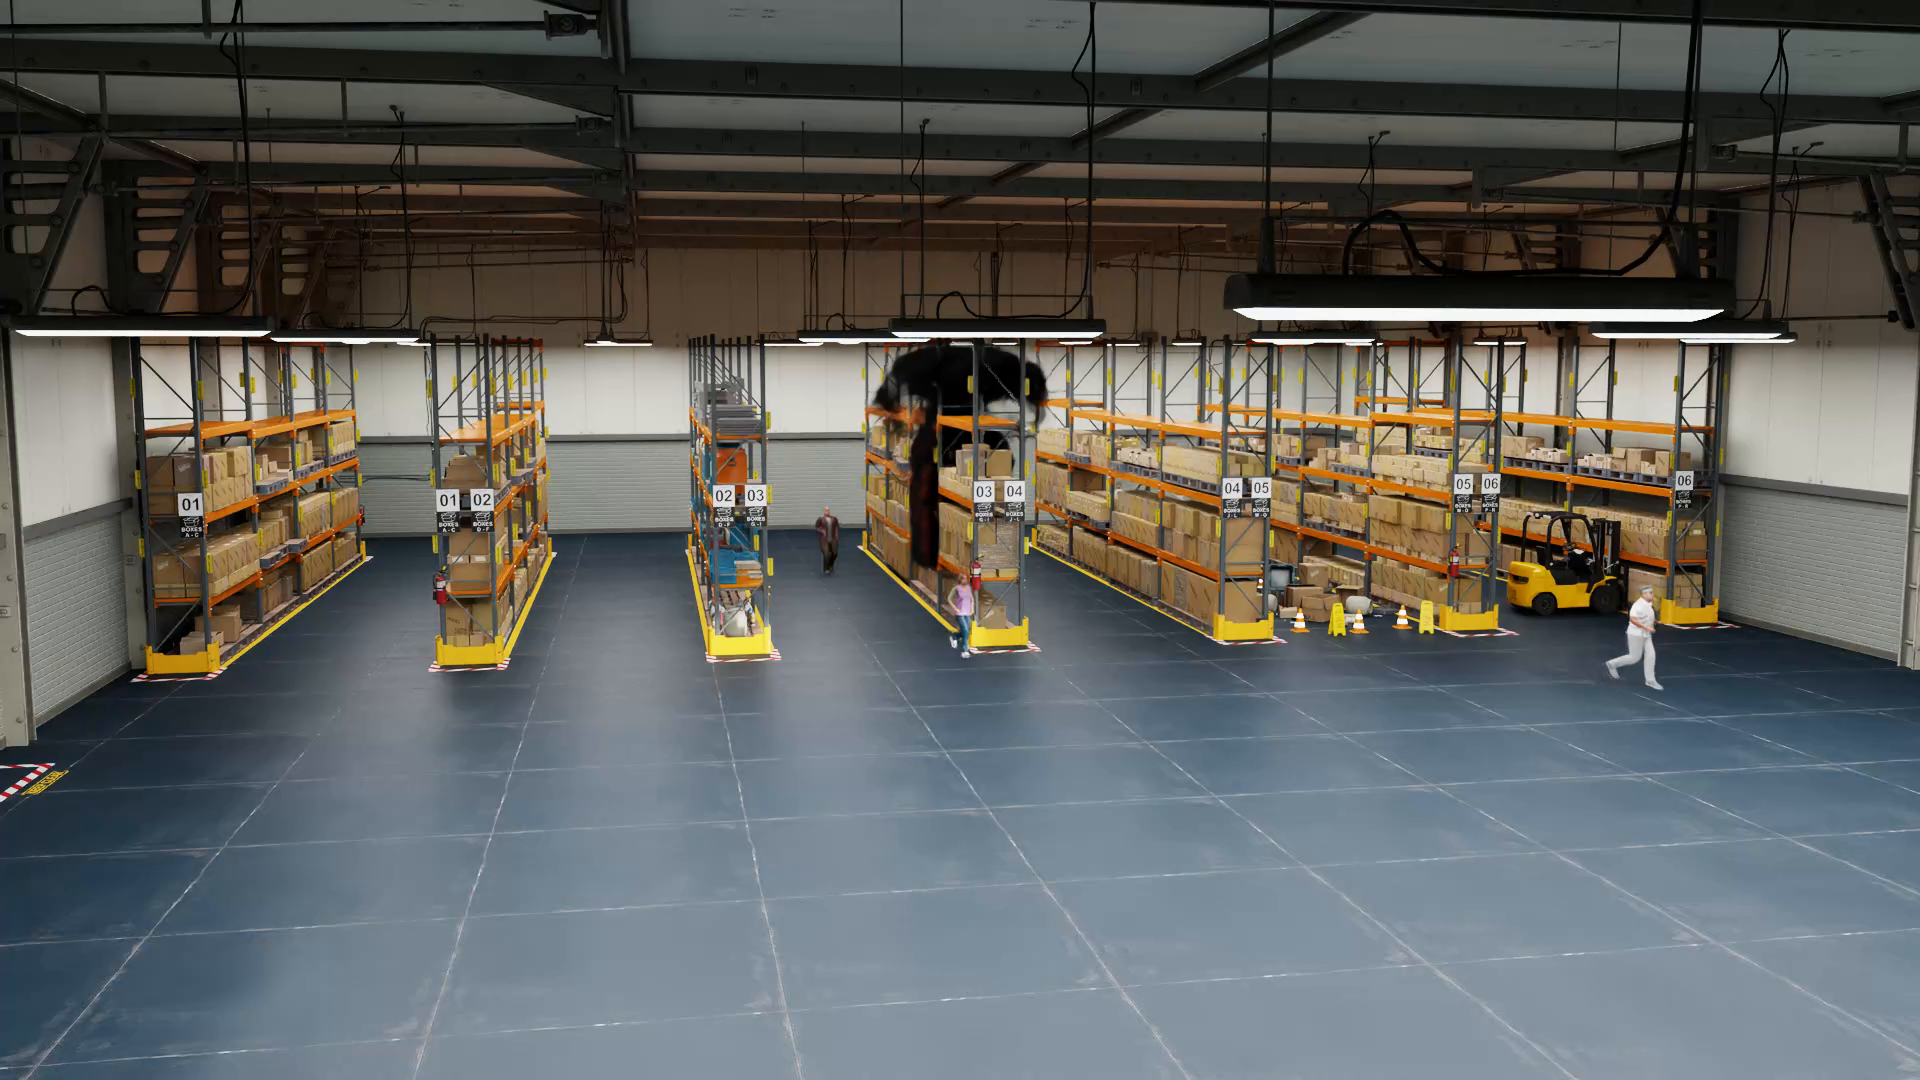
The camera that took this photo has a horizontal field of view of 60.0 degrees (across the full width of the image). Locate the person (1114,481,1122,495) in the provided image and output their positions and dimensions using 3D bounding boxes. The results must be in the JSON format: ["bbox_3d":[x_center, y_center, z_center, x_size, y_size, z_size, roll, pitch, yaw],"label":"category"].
[{"bbox_3d":[4.818,-0.988,51.197,0.907,1.692,0.616,-4,8,-31],"label":"person"}]

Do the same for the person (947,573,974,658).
[{"bbox_3d":[-0.001,1.396,31.157,0.552,1.584,0.685,-5,8,-37],"label":"person"}]

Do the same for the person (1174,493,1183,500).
[{"bbox_3d":[6.609,-0.856,50.814,0.561,1.550,0.558,0,7,-3],"label":"person"}]

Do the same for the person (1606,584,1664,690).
[{"bbox_3d":[11.536,1.620,28.296,0.981,1.778,0.686,5,9,40],"label":"person"}]

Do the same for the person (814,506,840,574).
[{"bbox_3d":[-3.327,0.016,42.209,0.698,1.735,0.633,-2,7,-19],"label":"person"}]
